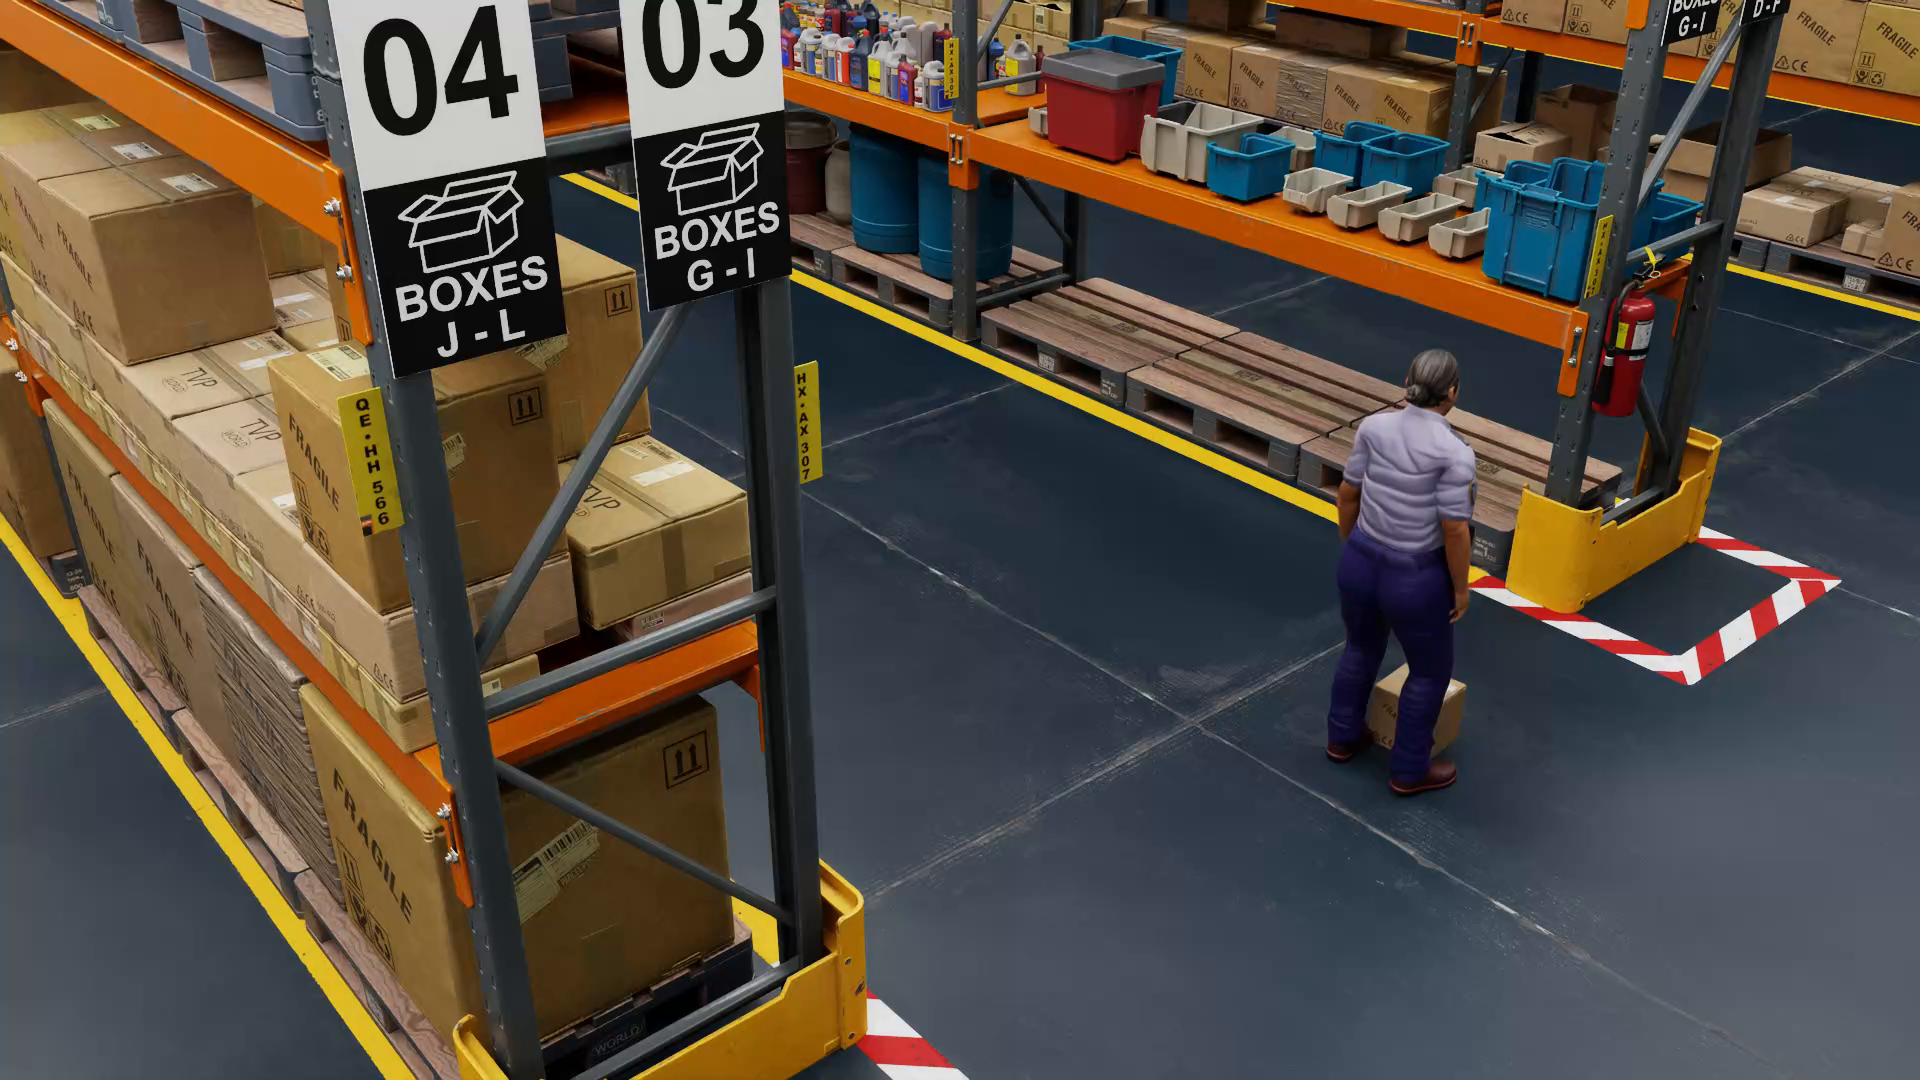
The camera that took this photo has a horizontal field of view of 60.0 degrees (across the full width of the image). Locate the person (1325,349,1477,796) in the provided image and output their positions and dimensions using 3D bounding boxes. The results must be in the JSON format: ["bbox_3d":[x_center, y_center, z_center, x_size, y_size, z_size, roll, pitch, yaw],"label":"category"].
[{"bbox_3d":[1.574,0.122,5.906,0.372,1.650,0.545,-24,36,-37],"label":"person"}]
